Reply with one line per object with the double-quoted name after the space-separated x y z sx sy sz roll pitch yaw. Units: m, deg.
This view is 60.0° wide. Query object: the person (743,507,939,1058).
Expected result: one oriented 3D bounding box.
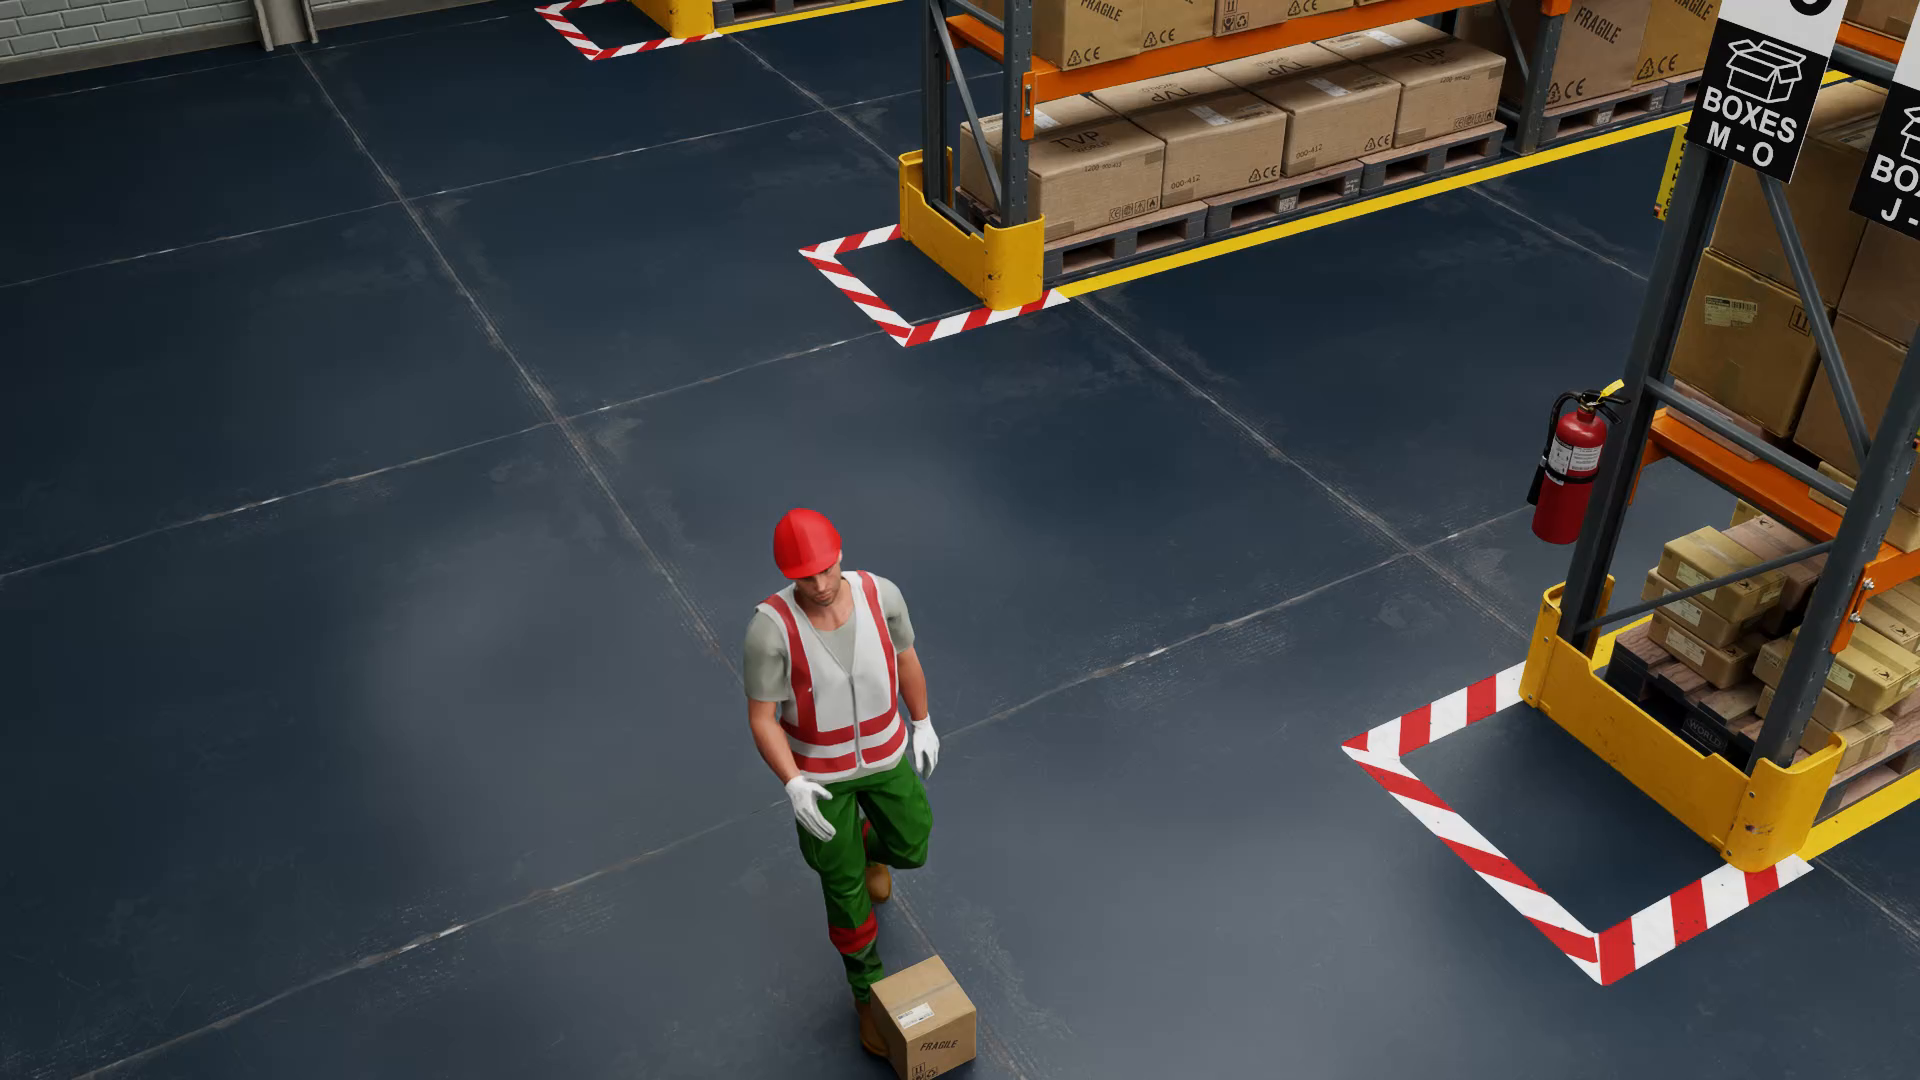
-0.311 0.730 5.161 0.619 1.733 0.848 -15 39 -19 "person"
